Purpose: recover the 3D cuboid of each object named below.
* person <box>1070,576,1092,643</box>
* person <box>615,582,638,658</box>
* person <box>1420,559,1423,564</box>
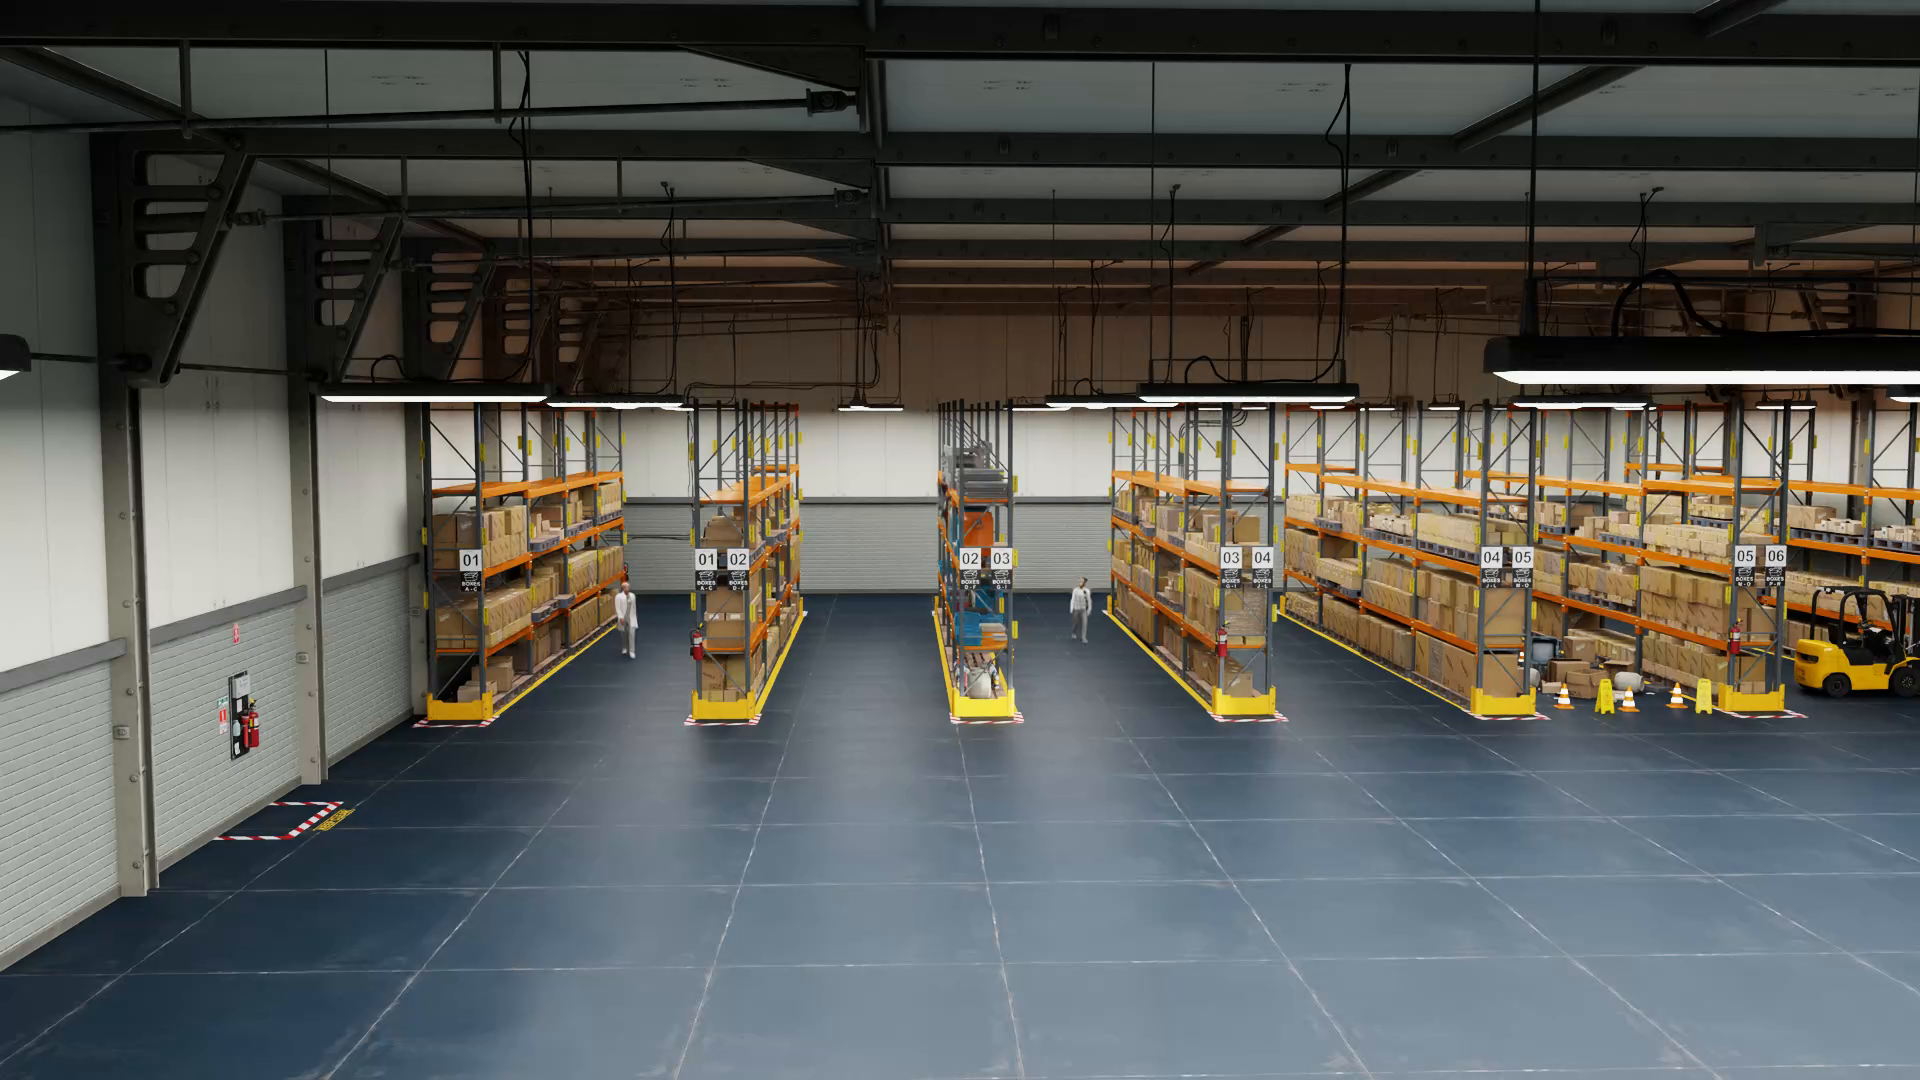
[{"bbox_3d":[3.021,1.731,41.696,0.571,1.646,0.951,-1,4,-8],"label":"person"},{"bbox_3d":[-7.853,1.859,39.144,0.525,1.721,1.117,-1,4,-10],"label":"person"},{"bbox_3d":[12.588,1.338,45.943,0.503,1.794,0.599,1,4,10],"label":"person"}]
